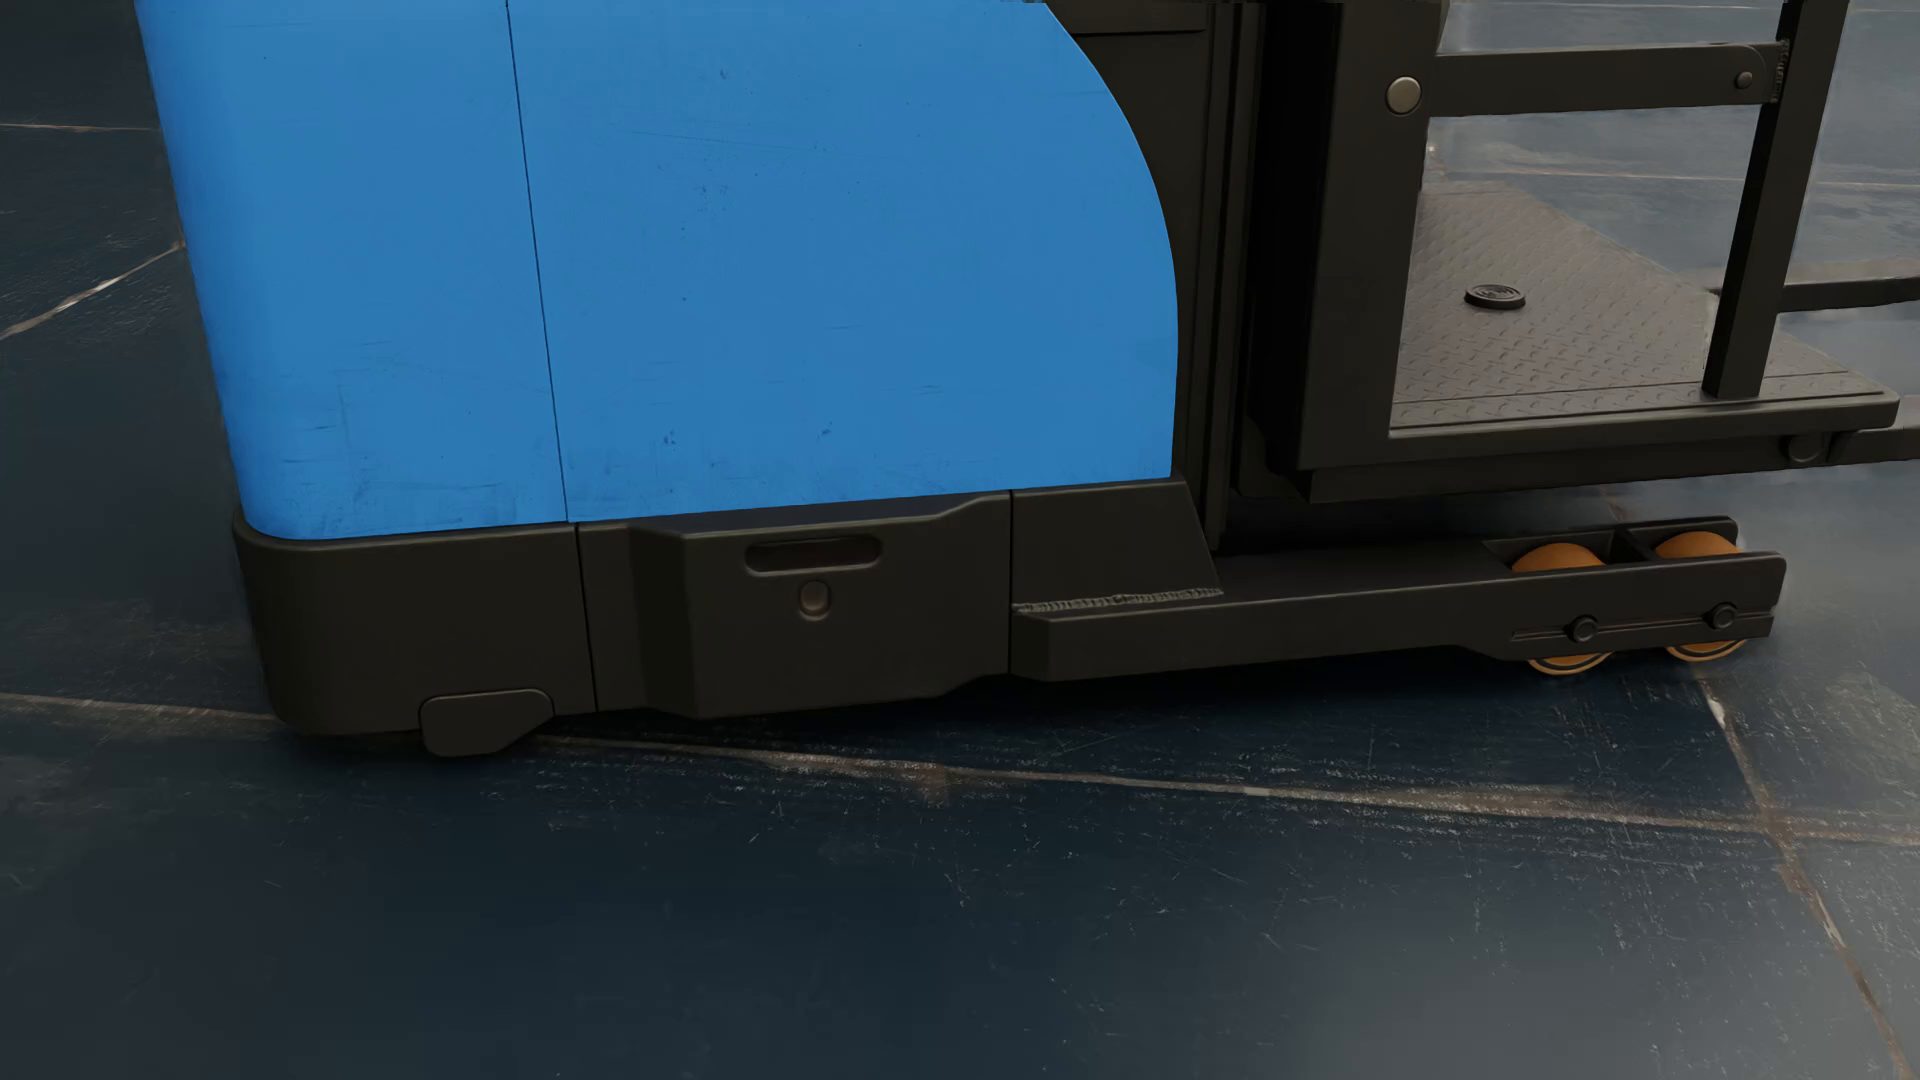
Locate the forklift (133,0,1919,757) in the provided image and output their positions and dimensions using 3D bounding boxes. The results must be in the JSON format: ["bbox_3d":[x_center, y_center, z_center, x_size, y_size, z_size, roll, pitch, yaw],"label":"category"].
[{"bbox_3d":[0.603,-1.365,1.954,3.031,2.935,1.130,-5,27,-9],"label":"forklift"}]
